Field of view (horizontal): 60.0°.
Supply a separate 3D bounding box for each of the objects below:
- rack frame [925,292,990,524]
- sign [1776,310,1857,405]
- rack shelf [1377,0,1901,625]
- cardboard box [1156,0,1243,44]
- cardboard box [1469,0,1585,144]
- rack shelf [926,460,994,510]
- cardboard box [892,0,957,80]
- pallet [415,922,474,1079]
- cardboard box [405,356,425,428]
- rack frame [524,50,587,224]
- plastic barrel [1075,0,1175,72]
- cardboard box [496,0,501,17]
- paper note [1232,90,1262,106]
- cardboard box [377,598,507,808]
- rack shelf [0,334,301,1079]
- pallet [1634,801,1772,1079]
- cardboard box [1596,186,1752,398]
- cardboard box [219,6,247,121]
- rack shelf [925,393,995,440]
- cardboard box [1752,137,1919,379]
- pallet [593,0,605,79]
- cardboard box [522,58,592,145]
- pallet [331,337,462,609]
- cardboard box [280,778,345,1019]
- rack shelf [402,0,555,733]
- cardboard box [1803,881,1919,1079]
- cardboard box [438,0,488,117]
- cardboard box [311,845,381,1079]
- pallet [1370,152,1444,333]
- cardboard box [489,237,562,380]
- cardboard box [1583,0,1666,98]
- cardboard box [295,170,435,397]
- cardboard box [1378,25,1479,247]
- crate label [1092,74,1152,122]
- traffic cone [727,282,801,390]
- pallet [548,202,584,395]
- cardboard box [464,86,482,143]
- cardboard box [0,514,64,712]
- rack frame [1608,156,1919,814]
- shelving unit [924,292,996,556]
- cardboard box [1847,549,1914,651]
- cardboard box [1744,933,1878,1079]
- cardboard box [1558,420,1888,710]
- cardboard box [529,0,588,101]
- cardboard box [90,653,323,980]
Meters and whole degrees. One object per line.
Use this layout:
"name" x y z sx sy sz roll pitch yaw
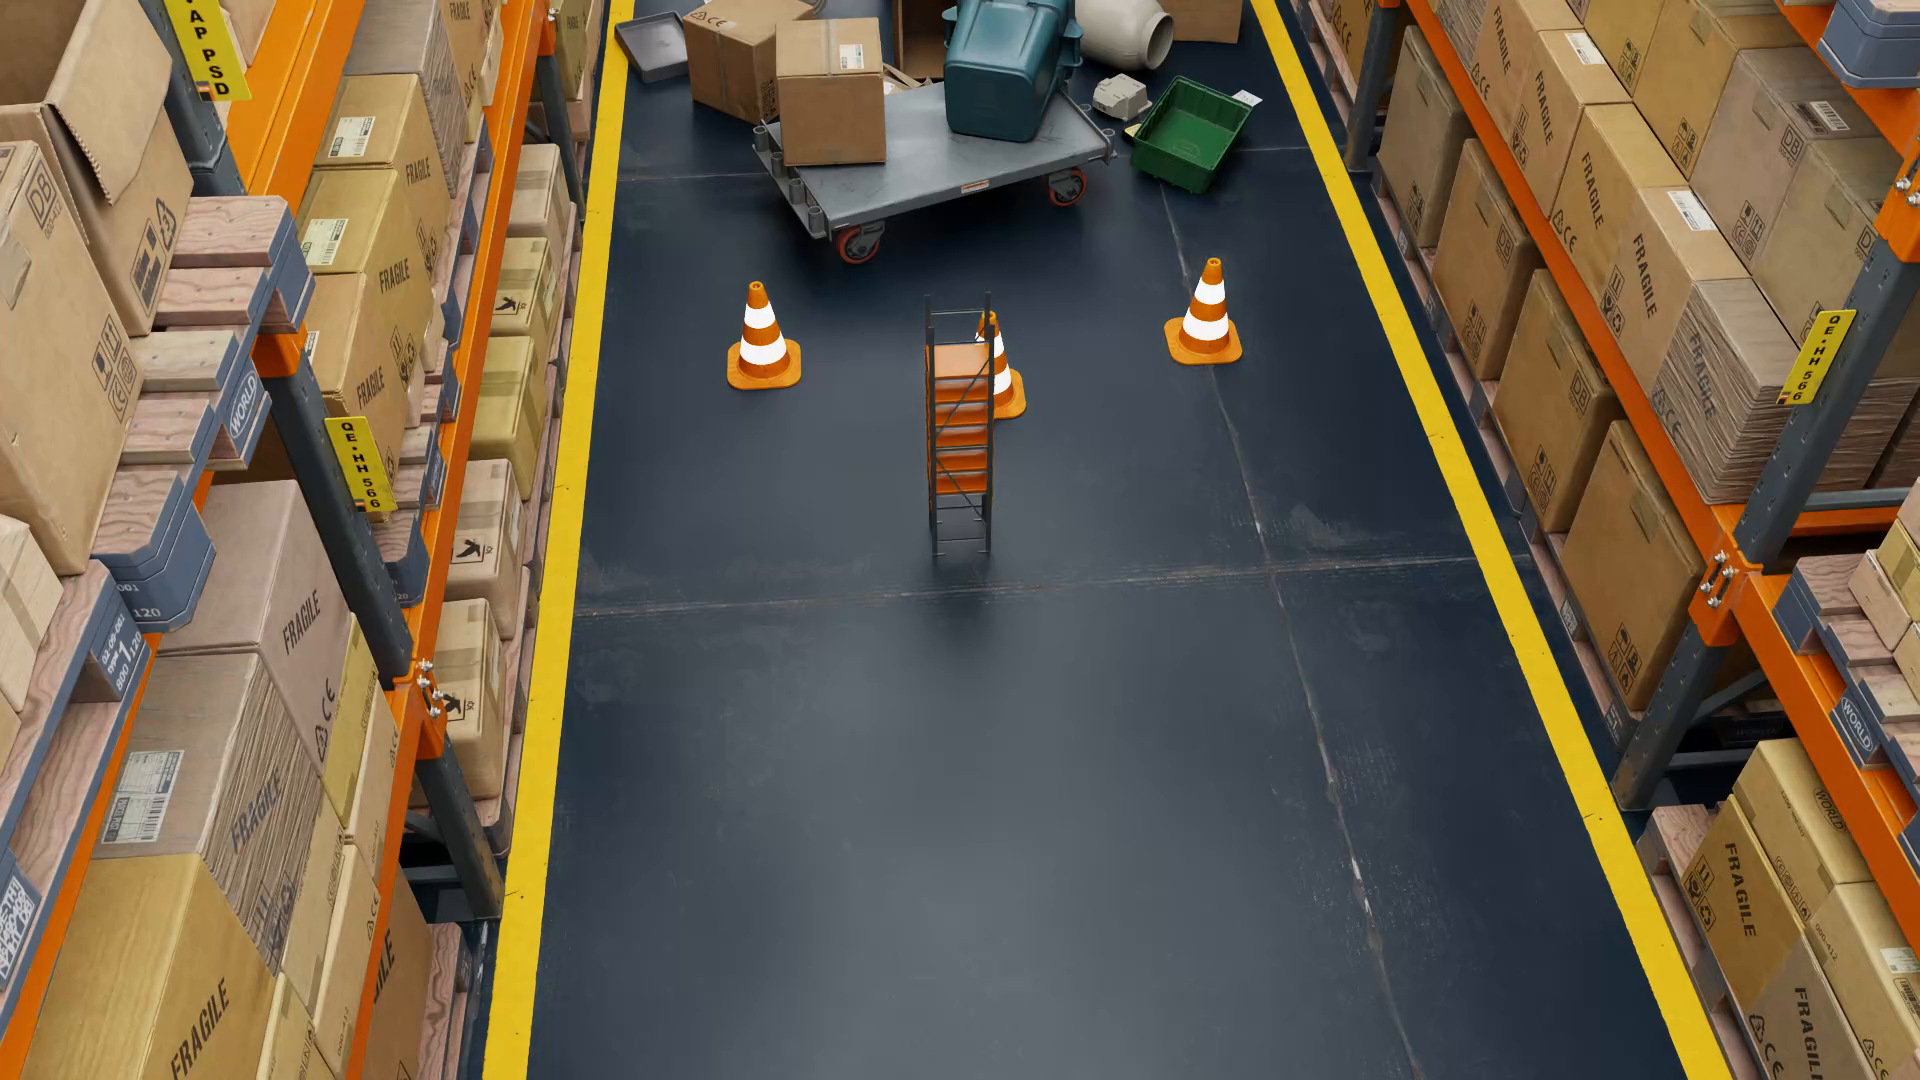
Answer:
"rack frame" -0.009 -0.489 6.523 0.240 1.200 0.006 -3 47 -3
"sign" 2.308 -0.489 4.487 0.100 0.325 0.005 -3 47 -3
"rack shelf" 2.693 -1.327 6.573 1.077 0.370 4.000 -3 47 -3
"cardboard box" 1.373 -3.223 9.593 0.500 0.500 0.500 4 47 4
"cardboard box" 2.384 -1.932 6.581 0.500 0.500 0.500 -4 47 -4
"rack shelf" -0.001 -0.227 6.667 0.258 0.103 0.180 -3 47 -3
"cardboard box" 0.023 -2.937 9.228 0.797 0.637 0.503 -3 47 -3
"pallet" -2.073 1.781 5.055 1.003 0.211 1.213 -3 47 -3
"cardboard box" -1.873 -0.465 5.145 0.380 0.149 0.250 -6 47 -6
"rack frame" -2.398 -2.647 7.328 1.000 3.000 0.127 -3 47 -3
"plastic barrel" 0.902 -2.863 9.306 0.512 0.421 0.421 27 52 23
"cardboard box" -2.076 -2.158 6.748 0.380 0.149 0.250 -5 47 -4
"paper note" 1.567 -2.432 9.168 0.147 0.020 0.142 -36 56 -29
"cardboard box" -2.101 0.596 5.776 0.950 0.372 0.625 -6 47 -6
"rack shelf" -1.896 0.910 2.389 1.077 0.370 4.000 -3 47 -3
"pallet" 2.925 1.397 5.418 1.003 0.211 1.213 -3 47 -3
"cardboard box" 2.515 -0.832 5.540 0.500 0.500 0.500 -3 47 -3
"cardboard box" -1.942 -1.162 3.947 0.396 0.266 0.258 -3 47 -3
"rack shelf" -0.001 -0.475 6.406 0.258 0.103 0.180 -3 47 -3
"cardboard box" 2.833 -0.831 4.850 0.700 0.500 0.500 -4 47 -4
"pallet" -2.595 -3.057 9.636 1.003 0.211 1.213 -3 47 -3
"cardboard box" -2.179 -2.290 8.594 0.500 0.250 0.500 -5 47 -5
"pallet" -2.229 -0.197 5.139 1.213 0.211 1.003 -3 47 -3
"cardboard box" -1.723 0.832 3.792 0.500 0.250 0.500 -5 47 -4
"rack shelf" -2.231 -0.953 6.219 1.077 0.370 4.000 -3 47 -3
"cardboard box" 2.720 1.210 4.590 0.500 0.250 0.500 -4 47 -4
"cardboard box" -2.051 -1.876 6.034 0.500 0.500 0.500 -2 47 -2
"cardboard box" -1.704 1.017 3.961 0.500 0.250 0.500 -3 47 -3
"pallet" 2.665 -1.509 8.170 1.003 0.211 1.213 -3 47 -3
"cardboard box" -2.289 -0.989 7.278 0.950 0.372 0.625 -1 47 -1
"cardboard box" 2.701 -1.938 5.898 0.700 0.500 0.500 -4 47 -4
"cardboard box" -1.921 -0.751 4.969 0.500 0.500 0.500 -1 47 -1
"cardboard box" 2.667 -1.949 7.926 1.050 0.750 0.750 -4 47 -3
"crate label" 0.873 -2.423 9.087 0.298 0.136 0.250 -36 56 -29
"traffic cone" -0.900 -0.963 7.480 0.336 0.463 0.334 -3 47 -3
"pallet" -2.332 -1.125 7.807 1.003 0.211 1.213 -3 47 -3
"cardboard box" -2.009 -1.611 6.230 0.380 0.149 0.250 -4 47 -3
"cardboard box" -1.600 0.092 2.471 0.396 0.266 0.258 -5 47 -4
"rack frame" 2.861 -0.127 4.941 1.000 3.000 0.127 -3 47 -3
"shelving unit" -0.001 -0.423 6.461 0.258 1.200 0.189 -3 47 -3
"cardboard box" 2.697 0.151 4.562 0.380 0.149 0.250 -4 47 -4
"cardboard box" 2.711 1.479 4.853 0.500 0.500 0.500 -3 47 -3
"cardboard box" 2.899 0.056 6.028 1.050 0.750 0.750 -4 47 -4
"cardboard box" -2.179 -2.547 8.321 0.500 0.500 0.500 -1 47 -1
"cardboard box" -1.709 0.597 3.497 0.500 0.500 0.500 -3 47 -3
